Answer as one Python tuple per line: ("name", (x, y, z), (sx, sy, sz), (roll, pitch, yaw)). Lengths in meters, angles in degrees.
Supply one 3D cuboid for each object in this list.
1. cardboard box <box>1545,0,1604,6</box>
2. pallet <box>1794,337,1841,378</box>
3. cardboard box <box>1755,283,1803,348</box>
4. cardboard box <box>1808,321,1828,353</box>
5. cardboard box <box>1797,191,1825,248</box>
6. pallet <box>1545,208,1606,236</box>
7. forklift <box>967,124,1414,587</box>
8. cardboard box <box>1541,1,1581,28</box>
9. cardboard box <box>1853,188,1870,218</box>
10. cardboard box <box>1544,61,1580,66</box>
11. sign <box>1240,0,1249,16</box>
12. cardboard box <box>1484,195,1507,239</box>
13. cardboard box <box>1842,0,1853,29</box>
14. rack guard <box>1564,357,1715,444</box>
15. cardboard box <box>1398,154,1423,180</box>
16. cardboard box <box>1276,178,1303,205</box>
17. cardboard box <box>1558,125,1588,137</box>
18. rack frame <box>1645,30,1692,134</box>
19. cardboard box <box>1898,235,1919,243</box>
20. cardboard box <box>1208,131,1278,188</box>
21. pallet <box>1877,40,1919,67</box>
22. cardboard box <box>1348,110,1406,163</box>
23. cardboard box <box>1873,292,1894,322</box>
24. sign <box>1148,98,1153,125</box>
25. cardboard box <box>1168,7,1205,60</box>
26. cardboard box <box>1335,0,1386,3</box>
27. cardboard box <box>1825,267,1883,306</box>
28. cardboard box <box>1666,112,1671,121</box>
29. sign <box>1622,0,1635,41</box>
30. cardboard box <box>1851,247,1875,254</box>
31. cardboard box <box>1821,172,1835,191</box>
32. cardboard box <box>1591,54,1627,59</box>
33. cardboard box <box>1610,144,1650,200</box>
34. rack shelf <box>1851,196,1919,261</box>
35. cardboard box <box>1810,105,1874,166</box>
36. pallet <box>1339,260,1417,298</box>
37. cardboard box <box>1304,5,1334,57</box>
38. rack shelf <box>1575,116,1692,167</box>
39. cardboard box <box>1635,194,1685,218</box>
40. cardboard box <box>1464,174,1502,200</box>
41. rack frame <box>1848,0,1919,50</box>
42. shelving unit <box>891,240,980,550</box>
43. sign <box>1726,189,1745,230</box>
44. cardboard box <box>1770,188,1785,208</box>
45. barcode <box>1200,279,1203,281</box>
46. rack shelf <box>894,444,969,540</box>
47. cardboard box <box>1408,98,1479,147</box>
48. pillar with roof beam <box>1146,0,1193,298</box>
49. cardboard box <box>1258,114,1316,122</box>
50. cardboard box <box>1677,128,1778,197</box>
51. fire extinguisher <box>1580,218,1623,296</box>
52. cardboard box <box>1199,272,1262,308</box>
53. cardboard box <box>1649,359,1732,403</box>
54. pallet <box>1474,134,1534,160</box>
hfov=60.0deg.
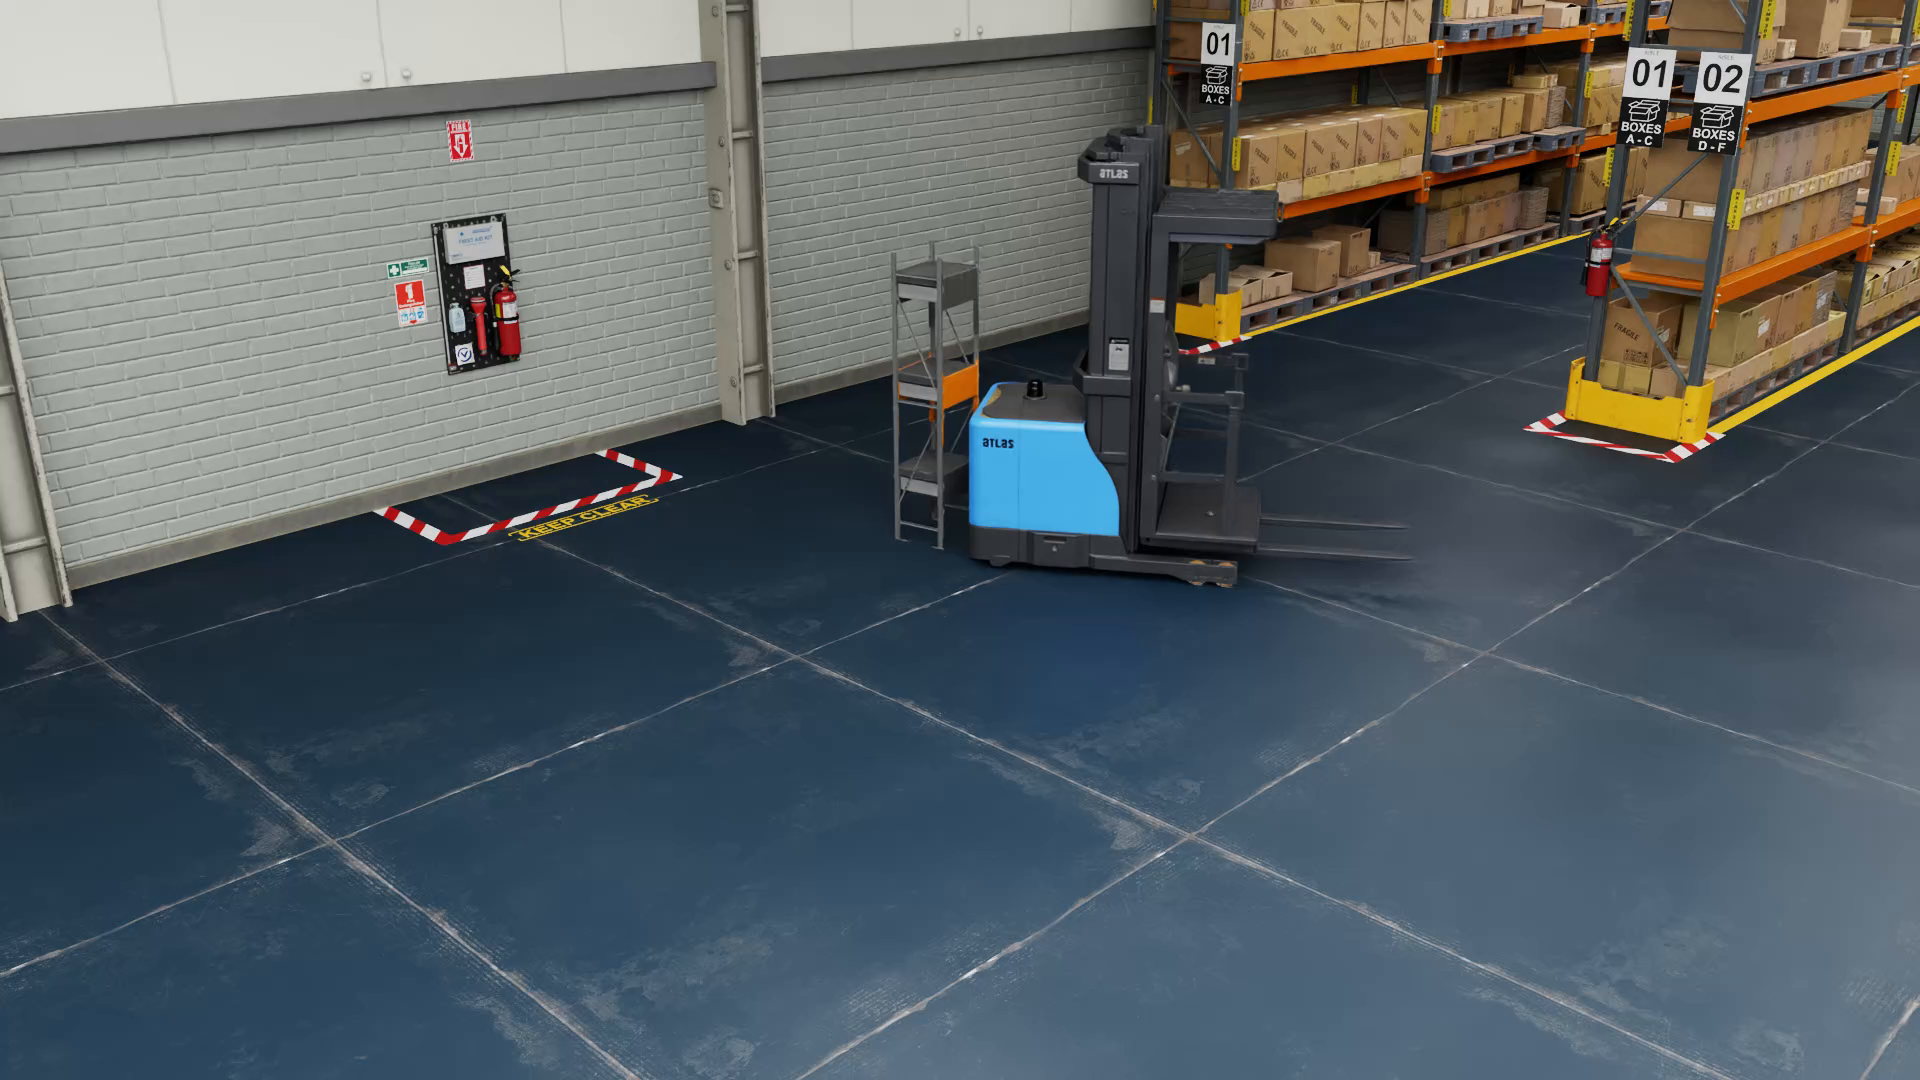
("cardboard box", (8.284, -7.494, 22.457), (0.700, 0.500, 0.500), (17, 27, 37))
("pallet", (8.170, -1.942, 16.834), (1.003, 0.211, 1.213), (19, 28, 41))
("cardboard box", (7.546, -2.139, 15.661), (0.500, 0.500, 0.500), (19, 28, 41))
("cardboard box", (8.232, -2.050, 16.476), (0.500, 0.250, 0.500), (19, 28, 41))
("cardboard box", (7.734, -3.104, 15.829), (0.500, 0.500, 0.700), (-20, 28, -41))
("pallet", (8.597, -4.587, 23.715), (1.003, 0.211, 1.213), (19, 28, 41))
("forklift", (1.617, -1.255, 11.254), (3.031, 2.935, 1.130), (4, 21, 10))
("cardboard box", (7.684, -6.820, 21.553), (0.500, 0.311, 0.500), (19, 28, 41))
("cardboard box", (9.067, -3.505, 17.223), (0.500, 0.250, 0.500), (-18, 27, -39))
("cardboard box", (8.488, -6.564, 23.343), (0.500, 0.250, 0.500), (18, 27, 39))
("sign", (2.801, -5.321, 16.338), (0.100, 0.325, 0.005), (19, 28, 41))
("cardboard box", (6.759, -4.307, 21.971), (0.700, 0.500, 0.500), (19, 28, 40))
("cardboard box", (8.214, -5.083, 16.016), (0.500, 0.500, 0.500), (-17, 27, -38))
("rack guard", (5.947, -1.237, 14.595), (1.175, 0.500, 0.348), (19, 28, 41))
("cardboard box", (5.090, -4.418, 19.570), (0.500, 0.250, 0.500), (19, 28, 41))
("cardboard box", (3.332, -3.771, 17.885), (0.500, 0.250, 0.500), (18, 28, 39))
("cardboard box", (8.389, -5.624, 22.847), (0.380, 0.149, 0.250), (19, 28, 40))
("rack frame", (10.784, -6.733, 25.411), (1.000, 3.000, 0.127), (19, 28, 41))
("cardboard box", (10.998, -3.309, 18.968), (0.500, 0.311, 0.500), (19, 28, 40))
("cardboard box", (2.961, -3.985, 17.398), (0.500, 0.500, 0.500), (19, 28, 41))
("pallet", (9.361, -4.979, 16.932), (0.805, 0.209, 1.217), (18, 27, 39))
("cardboard box", (4.750, -4.637, 19.095), (0.500, 0.500, 0.500), (19, 28, 40))
("cardboard box", (9.571, -2.523, 17.705), (0.500, 0.250, 0.500), (-19, 28, -41))
("sign", (2.029, -4.481, 17.496), (0.100, 0.325, 0.005), (19, 28, 41))
("cardboard box", (2.522, -5.275, 17.270), (0.500, 0.500, 0.500), (-18, 27, -38))
("cardboard box", (4.316, -6.123, 18.081), (0.500, 0.500, 0.500), (18, 27, 39))
("cardboard box", (9.221, -2.656, 17.270), (0.500, 0.311, 0.500), (19, 28, 41))
("cardboard box", (10.236, -6.259, 24.499), (0.380, 0.149, 0.250), (19, 28, 41))
("sign", (5.585, -4.325, 13.843), (0.100, 0.325, 0.005), (19, 28, 41))
("cardboard box", (9.893, -3.179, 18.631), (0.500, 0.311, 0.500), (19, 28, 40))
("cardboard box", (8.007, -3.403, 15.703), (0.380, 0.149, 0.250), (19, 28, 40))
("cardboard box", (9.570, -6.959, 24.371), (0.500, 0.250, 0.500), (18, 27, 39))
("cardboard box", (9.805, -5.497, 24.606), (0.750, 0.750, 0.750), (-19, 28, -40))
("rack shelf", (10.150, -3.616, 18.305), (1.077, 0.370, 4.000), (19, 28, 41))
("cardboard box", (8.450, -3.974, 16.286), (0.700, 0.500, 0.500), (19, 28, 41))
("pallet", (4.760, -3.194, 20.089), (1.003, 0.211, 1.213), (19, 28, 41))
("cardboard box", (3.584, -5.392, 17.573), (0.500, 0.500, 0.500), (-19, 28, -40))
("rack shelf", (9.388, -5.883, 24.203), (1.077, 0.370, 4.000), (19, 28, 41))
("cardboard box", (6.094, -2.905, 14.408), (0.380, 0.149, 0.250), (19, 28, 40))
("cardboard box", (6.731, -4.631, 21.768), (0.500, 0.250, 0.500), (19, 28, 40))
("rack frame", (8.755, -6.238, 15.762), (1.000, 3.000, 0.127), (19, 28, 41))
("shelving unit", (-0.168, -1.020, 11.800), (0.431, 2.100, 0.503), (12, 24, 29))
("sign", (6.358, -2.710, 13.628), (0.100, 0.325, 0.005), (19, 28, 41))
("cardboard box", (7.111, -3.072, 14.842), (0.380, 0.149, 0.250), (18, 27, 39))
("barcode", (2.686, -2.863, 18.465), (0.001, 0.075, 0.075), (19, 28, 41))
("rack shelf", (-0.168, -0.353, 12.056), (0.431, 0.518, 0.480), (12, 24, 29))
("cardboard box", (5.977, -5.193, 20.651), (0.500, 0.500, 0.700), (-17, 27, -37))
("pillar with roof beam", (5.365, -5.768, 14.538), (9.100, 9.000, 0.400), (19, 28, 41))
("cardboard box", (3.656, -4.503, 18.744), (0.500, 0.500, 0.500), (-20, 29, -41))
("cardboard box", (6.699, -3.329, 14.607), (0.700, 0.500, 0.500), (18, 28, 39))
("fire extinguisher", (5.549, -2.459, 14.400), (0.296, 0.674, 0.183), (19, 28, 41))
("cardboard box", (2.960, -2.754, 18.194), (0.500, 0.311, 0.500), (15, 26, 35))
("cardboard box", (6.498, -1.404, 14.795), (0.500, 0.250, 0.500), (19, 28, 41))
("pallet", (6.642, -5.096, 21.420), (1.003, 0.211, 1.213), (19, 28, 41))
